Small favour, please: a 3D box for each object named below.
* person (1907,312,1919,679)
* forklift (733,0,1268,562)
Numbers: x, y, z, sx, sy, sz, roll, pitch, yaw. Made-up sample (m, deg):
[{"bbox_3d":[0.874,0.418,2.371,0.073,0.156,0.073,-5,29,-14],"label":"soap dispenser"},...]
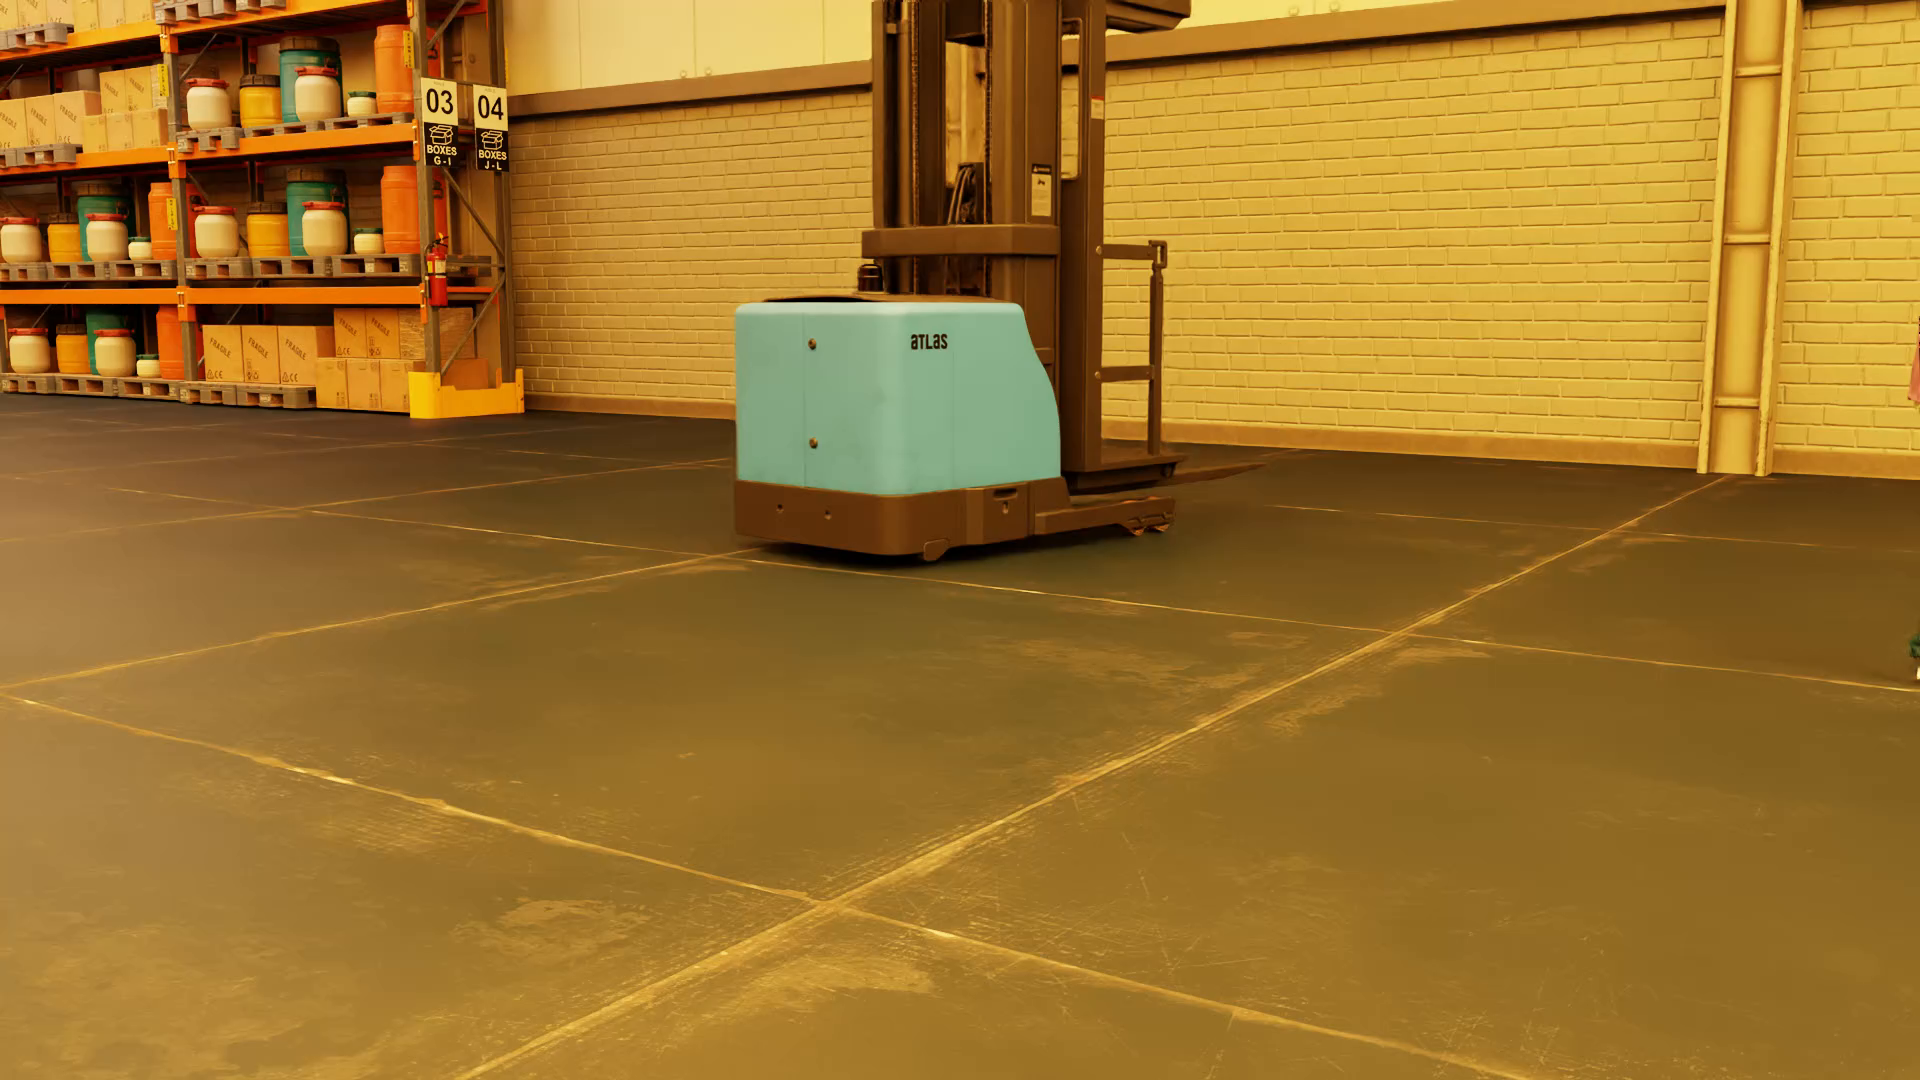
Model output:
[{"bbox_3d":[2.907,-0.374,4.674,0.425,1.620,0.492,4,9,24],"label":"person"},{"bbox_3d":[0.378,-1.518,7.865,1.130,2.935,3.031,7,11,42],"label":"forklift"}]
